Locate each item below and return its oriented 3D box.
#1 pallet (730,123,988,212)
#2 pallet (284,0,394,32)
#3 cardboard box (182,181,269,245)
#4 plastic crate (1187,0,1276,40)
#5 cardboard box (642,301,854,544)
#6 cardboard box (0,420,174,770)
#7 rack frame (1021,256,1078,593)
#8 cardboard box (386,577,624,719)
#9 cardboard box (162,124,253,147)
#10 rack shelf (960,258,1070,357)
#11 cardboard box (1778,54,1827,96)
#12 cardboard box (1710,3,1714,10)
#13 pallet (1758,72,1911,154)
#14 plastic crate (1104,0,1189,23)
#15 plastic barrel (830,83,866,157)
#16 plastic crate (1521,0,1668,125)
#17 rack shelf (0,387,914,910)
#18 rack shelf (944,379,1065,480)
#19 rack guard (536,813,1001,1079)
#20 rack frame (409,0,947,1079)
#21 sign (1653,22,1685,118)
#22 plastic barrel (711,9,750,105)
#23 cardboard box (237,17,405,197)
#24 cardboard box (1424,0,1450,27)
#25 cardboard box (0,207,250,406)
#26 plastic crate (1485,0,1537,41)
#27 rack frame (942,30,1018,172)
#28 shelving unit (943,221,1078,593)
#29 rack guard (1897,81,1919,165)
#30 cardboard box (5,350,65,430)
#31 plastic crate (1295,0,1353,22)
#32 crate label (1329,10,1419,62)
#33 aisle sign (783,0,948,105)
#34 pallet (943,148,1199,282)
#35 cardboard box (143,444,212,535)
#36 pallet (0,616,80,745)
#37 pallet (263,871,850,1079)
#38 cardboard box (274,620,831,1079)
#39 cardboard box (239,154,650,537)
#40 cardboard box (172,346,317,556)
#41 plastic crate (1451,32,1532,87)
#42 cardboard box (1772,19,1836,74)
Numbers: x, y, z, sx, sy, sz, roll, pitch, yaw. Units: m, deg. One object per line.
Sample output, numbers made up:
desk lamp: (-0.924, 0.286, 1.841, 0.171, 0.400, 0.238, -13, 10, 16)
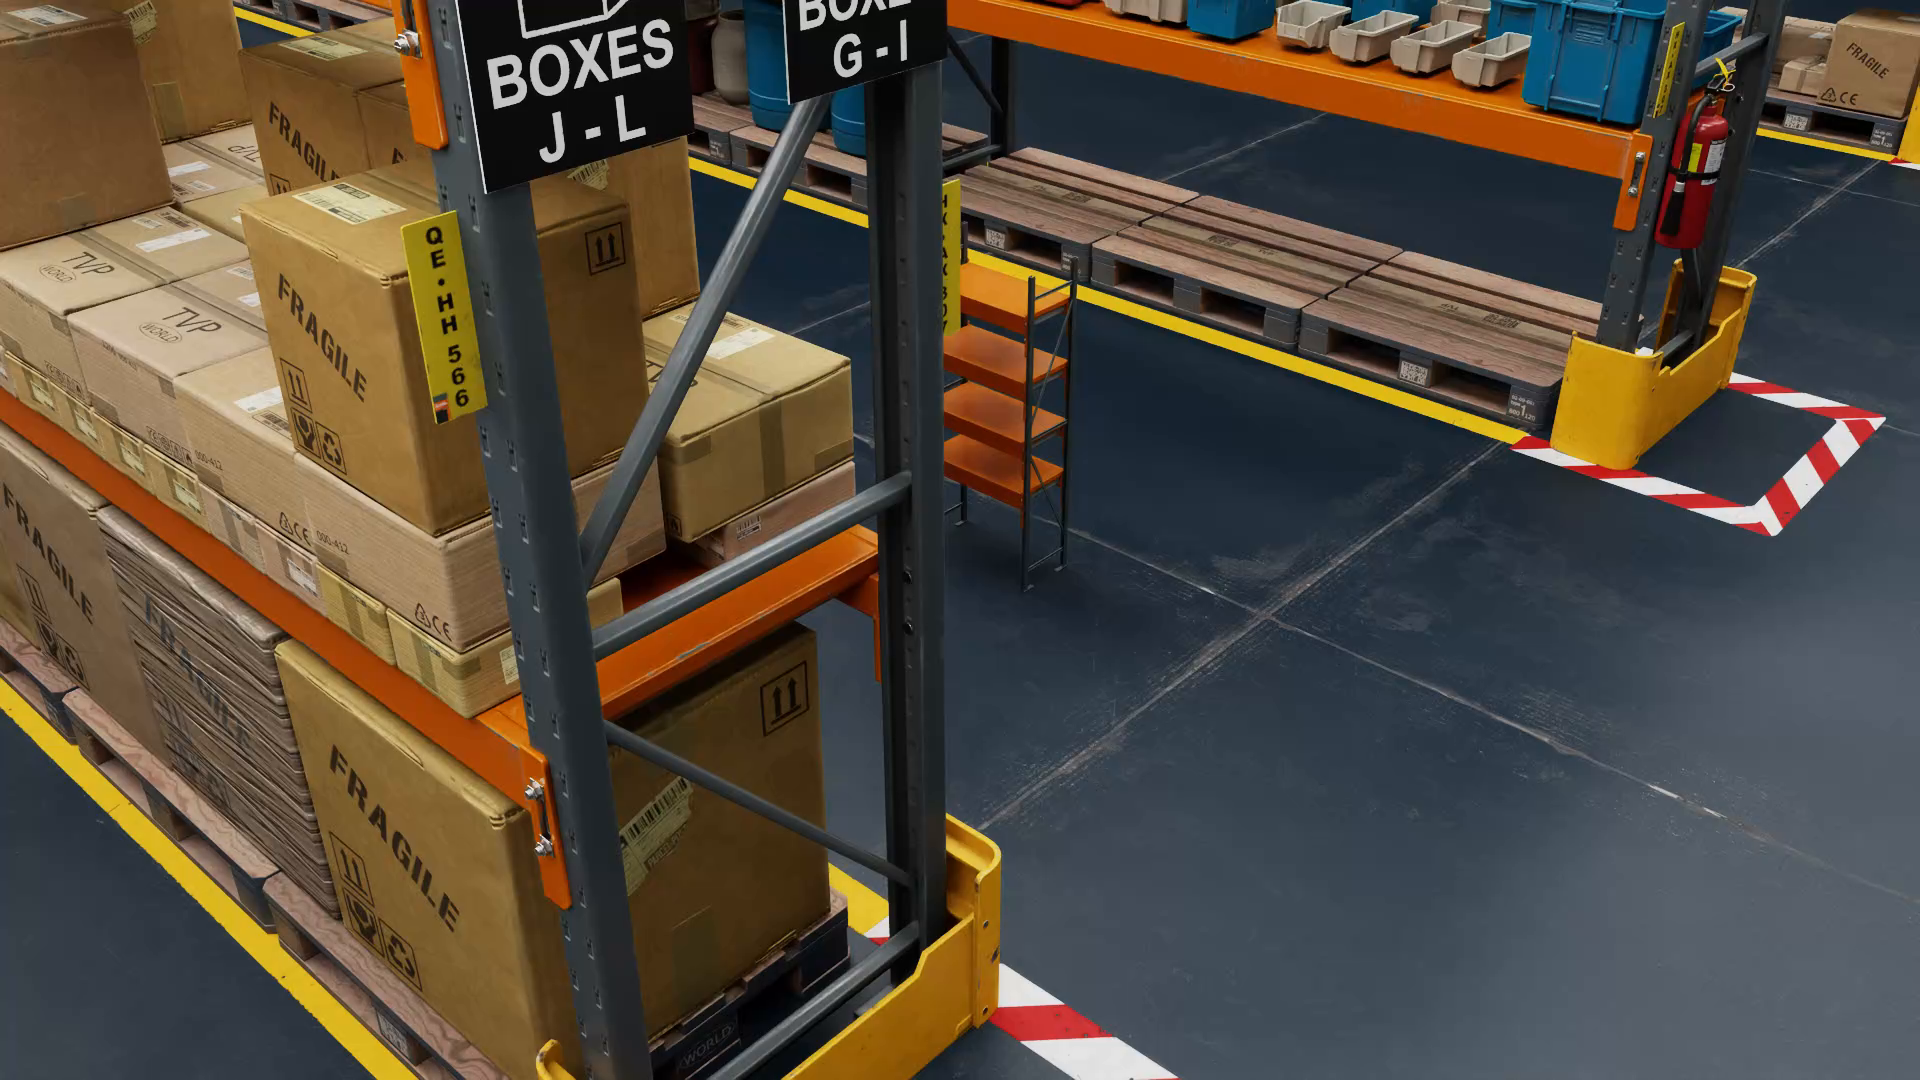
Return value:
pallet: (-0.597, -2.310, 9.882, 1.213, 0.211, 1.003, 25, 39, 35)
pallet: (-4.468, -4.117, 12.883, 1.213, 0.211, 1.003, 25, 39, 35)
cardboard box: (-1.736, -0.807, 4.539, 0.500, 0.250, 0.500, 24, 39, 34)
plastic crate: (1.218, -2.404, 7.439, 0.300, 0.233, 0.416, 25, 39, 35)
cardboard box: (-0.586, -0.276, 3.657, 0.500, 0.250, 0.500, 24, 38, 34)
cardboard box: (-2.274, -0.027, 5.039, 0.875, 0.875, 0.875, 25, 39, 35)
rack frame: (0.304, -0.372, 5.705, 0.015, 1.200, 0.240, 25, 39, 35)
cardboard box: (-0.896, 0.167, 3.308, 0.250, 0.149, 0.380, 26, 40, 36)
cardboard box: (-2.488, -1.160, 5.126, 0.500, 0.250, 0.500, 26, 40, 36)
rack shelf: (0.123, -0.793, 5.643, 0.480, 0.148, 0.258, 25, 39, 35)
cardboard box: (5.431, -2.973, 10.601, 0.250, 0.166, 0.380, 25, 39, 35)
cardboard box: (4.670, -3.585, 11.291, 0.637, 0.503, 0.797, 25, 39, 35)
pallet: (5.591, -2.837, 10.759, 1.213, 0.211, 1.003, 25, 39, 35)
plastic crate: (0.955, -2.598, 7.713, 0.530, 0.282, 0.437, 25, 39, 35)
plastic barrel: (-0.445, -2.697, 9.450, 0.708, 0.901, 0.600, 25, 39, 35)
plastic crate: (2.539, -1.923, 6.443, 0.499, 0.435, 0.616, 25, 39, 35)
rack shelf: (-1.894, -0.327, 4.583, 4.000, 0.370, 1.077, 25, 39, 35)
rack shelf: (0.123, -0.399, 5.880, 0.480, 0.148, 0.258, 25, 39, 35)
rack guard: (-0.393, 1.136, 3.878, 0.348, 0.500, 1.175, 25, 39, 35)
rack frame: (-0.411, 0.057, 3.247, 0.127, 3.000, 1.000, 25, 39, 35)
sign: (2.555, -1.691, 5.993, 0.005, 0.325, 0.100, 25, 39, 35)
plastic barrel: (-1.329, -3.005, 10.339, 0.421, 0.512, 0.421, 0, 31, 0)
cardboard box: (-1.345, -0.947, 4.045, 0.500, 0.500, 0.500, 24, 38, 34)
cardboard box: (3.439, -3.923, 12.039, 0.500, 0.311, 0.500, 25, 39, 35)
cardboard box: (-2.091, -0.603, 4.201, 0.500, 0.250, 0.500, 25, 39, 35)
plastic crate: (2.462, -2.230, 7.151, 0.300, 0.233, 0.416, 25, 39, 35)
rack frame: (-0.053, -3.222, 8.693, 0.127, 3.000, 1.000, 25, 39, 35)
shelving unit: (0.123, -0.457, 5.845, 0.503, 1.200, 0.258, 25, 39, 35)
rack guard: (6.183, -2.686, 10.226, 0.348, 0.500, 1.175, 25, 39, 35)
cardboard box: (-2.224, -0.452, 4.335, 0.250, 0.149, 0.380, 24, 38, 34)
plastic crate: (1.752, -2.562, 7.702, 0.300, 0.233, 0.416, 25, 39, 35)
crate label: (1.758, -2.156, 7.120, 0.243, 0.136, 0.396, 25, 39, 35)
aisle sign: (-0.156, -1.147, 2.726, 0.004, 0.787, 0.394, 25, 39, 35)
pallet: (0.518, -1.787, 9.014, 1.213, 0.211, 1.003, 25, 39, 35)
cardboard box: (-1.654, -0.186, 3.894, 0.250, 0.149, 0.380, 24, 39, 34)
pallet: (-2.866, 0.160, 5.779, 1.213, 0.211, 1.003, 25, 39, 35)
pallet: (-1.056, 1.005, 4.377, 1.213, 0.211, 1.003, 25, 39, 35)
cardboard box: (-0.939, 0.596, 4.004, 0.875, 0.875, 0.875, 25, 39, 35)
cardboard box: (-0.949, -0.396, 3.129, 0.500, 0.500, 0.500, 26, 39, 36)
cardboard box: (-1.324, -0.249, 3.612, 0.500, 0.250, 0.500, 24, 39, 34)
plastic crate: (2.186, -1.963, 6.800, 0.243, 0.136, 0.396, 25, 39, 35)
cardboard box: (5.656, -3.210, 10.914, 0.500, 0.250, 0.500, 25, 39, 35)
